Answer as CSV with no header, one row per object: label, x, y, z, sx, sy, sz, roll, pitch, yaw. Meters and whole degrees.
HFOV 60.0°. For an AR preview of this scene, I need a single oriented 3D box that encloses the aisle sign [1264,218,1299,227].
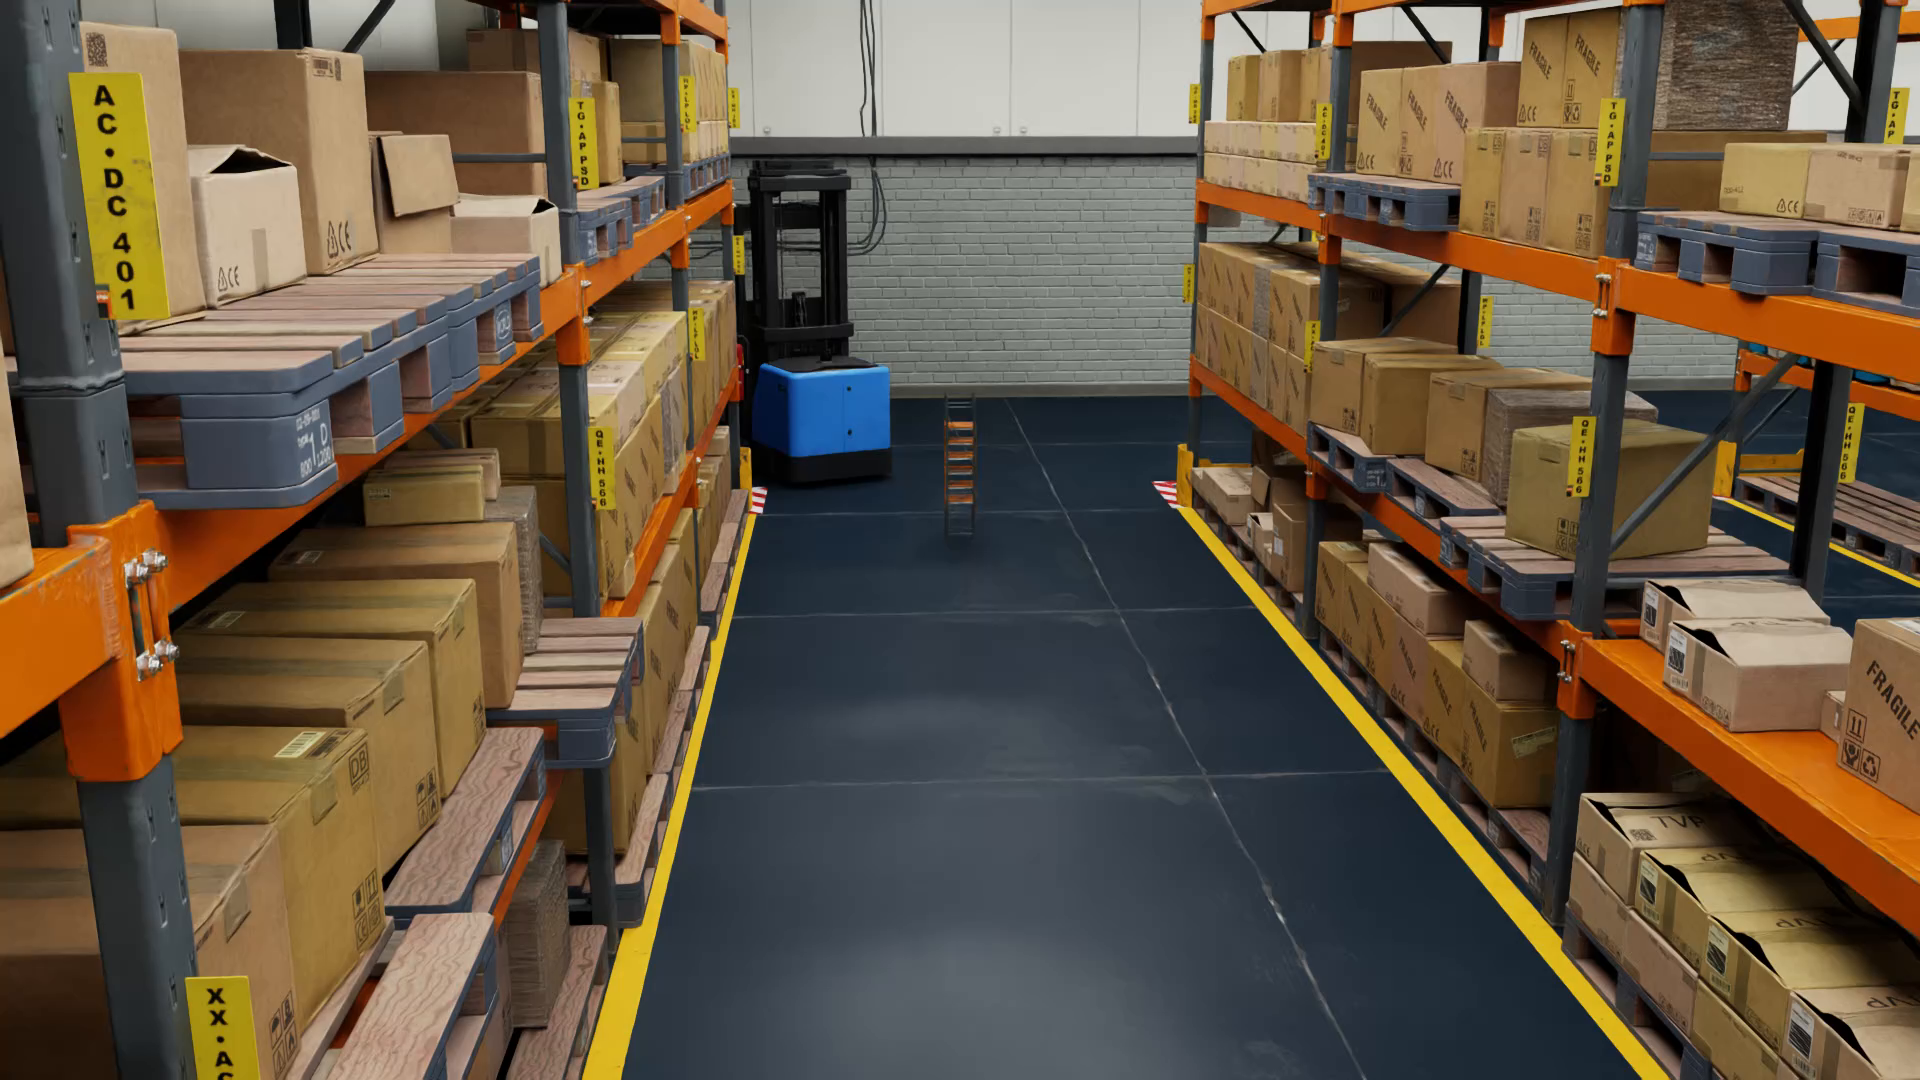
aisle sign,2.826,-3.090,14.298,0.394,0.787,0.004,-1,14,-3

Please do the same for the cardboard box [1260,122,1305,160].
cardboard box,2.415,-2.802,11.675,0.500,0.250,0.500,-1,14,-3

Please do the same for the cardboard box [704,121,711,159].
cardboard box,-2.008,-2.799,11.624,0.500,0.250,0.500,-1,14,-5

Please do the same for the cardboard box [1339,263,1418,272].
cardboard box,2.960,-1.725,12.003,0.500,0.500,0.500,-1,14,-5

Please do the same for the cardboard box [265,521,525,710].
cardboard box,-1.823,0.252,5.445,0.700,0.500,0.500,-2,15,-9

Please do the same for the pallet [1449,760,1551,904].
pallet,3.012,1.345,7.877,1.003,0.211,1.213,-1,14,-3

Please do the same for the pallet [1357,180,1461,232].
pallet,2.810,-1.755,8.684,1.213,0.211,1.003,-1,14,-3

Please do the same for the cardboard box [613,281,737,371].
cardboard box,-2.378,-1.750,13.707,0.980,0.700,0.700,0,14,-1

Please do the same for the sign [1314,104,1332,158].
sign,2.231,-2.507,10.194,0.100,0.325,0.005,-1,14,-3

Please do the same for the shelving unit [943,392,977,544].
shelving unit,0.001,-0.577,13.363,0.258,1.200,0.189,-1,14,-3

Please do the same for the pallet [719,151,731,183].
pallet,-2.363,-2.957,13.158,1.003,0.211,1.213,-1,14,-3

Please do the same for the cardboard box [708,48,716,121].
cardboard box,-2.041,-3.295,12.045,0.500,0.500,0.500,-2,15,-6

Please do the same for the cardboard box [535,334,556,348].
cardboard box,-2.328,-0.929,8.776,0.500,0.250,0.500,-1,14,-5

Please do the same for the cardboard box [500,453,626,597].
cardboard box,-1.698,-0.069,6.937,0.500,0.500,0.500,0,14,-2

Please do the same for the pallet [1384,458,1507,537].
pallet,2.895,-0.210,8.709,1.003,0.211,1.213,-1,14,-3

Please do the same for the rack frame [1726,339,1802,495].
rack frame,7.469,-1.885,14.832,1.000,3.000,0.127,-1,14,-3

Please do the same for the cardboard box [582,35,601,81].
cardboard box,-2.248,-2.593,8.978,0.500,0.250,0.500,0,14,1

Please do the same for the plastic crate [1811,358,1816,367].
plastic crate,7.135,-1.470,13.628,0.250,0.136,0.298,-1,14,-3

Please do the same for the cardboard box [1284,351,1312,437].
cardboard box,2.485,-0.983,11.127,0.500,0.500,0.500,-1,14,-3

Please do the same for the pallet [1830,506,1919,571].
pallet,7.554,-0.026,13.203,1.003,0.211,1.213,-1,14,-3

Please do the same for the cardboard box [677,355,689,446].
cardboard box,-1.891,-0.828,9.888,0.500,0.500,0.500,-1,14,-4

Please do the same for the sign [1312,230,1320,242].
sign,3.080,-2.527,14.368,0.100,0.325,0.005,-1,14,-3

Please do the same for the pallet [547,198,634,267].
pallet,-2.017,-1.263,6.773,1.213,0.211,1.003,0,14,-1

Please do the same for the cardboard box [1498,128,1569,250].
cardboard box,2.928,-1.555,7.332,0.910,0.500,0.500,-1,14,-3

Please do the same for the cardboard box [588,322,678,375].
cardboard box,-1.865,-1.063,9.294,0.500,0.250,0.500,-1,14,-2

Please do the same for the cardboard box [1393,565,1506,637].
cardboard box,2.653,0.317,8.901,0.500,0.250,0.500,-1,14,-4

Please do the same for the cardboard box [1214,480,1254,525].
cardboard box,2.337,-0.302,13.317,0.500,0.250,0.500,-1,14,-3

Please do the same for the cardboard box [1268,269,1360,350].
cardboard box,2.448,-1.596,11.503,0.500,0.500,0.500,-1,14,-5

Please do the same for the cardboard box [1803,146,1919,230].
cardboard box,3.155,-1.161,5.457,0.500,0.250,0.500,0,14,-2

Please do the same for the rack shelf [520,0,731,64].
rack shelf,-2.295,-3.598,11.696,1.077,0.370,4.000,-1,14,-3

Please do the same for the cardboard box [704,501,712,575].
cardboard box,-2.143,-0.042,11.845,0.700,0.500,0.500,-1,14,-4

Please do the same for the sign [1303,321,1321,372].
sign,2.231,-1.223,10.524,0.100,0.325,0.005,-1,14,-3

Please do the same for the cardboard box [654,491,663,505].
cardboard box,-1.834,-0.291,9.102,0.380,0.149,0.250,-1,14,-3

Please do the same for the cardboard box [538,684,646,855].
cardboard box,-1.838,0.911,7.439,0.750,0.750,0.750,-1,14,-4

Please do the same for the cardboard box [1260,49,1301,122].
cardboard box,2.595,-3.293,12.078,0.700,0.500,0.500,-1,14,-3

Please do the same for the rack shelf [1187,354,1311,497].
rack shelf,2.649,-0.963,12.695,1.077,0.370,4.000,-1,14,-3

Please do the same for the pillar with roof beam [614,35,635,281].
pillar with roof beam,0.847,-5.362,16.306,9.100,9.000,0.400,-1,14,-3

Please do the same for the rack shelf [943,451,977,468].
rack shelf,0.001,-0.651,13.344,0.258,0.103,0.180,-1,14,-3

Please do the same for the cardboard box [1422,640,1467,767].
cardboard box,2.696,0.820,8.452,0.500,0.500,0.500,-1,14,-5

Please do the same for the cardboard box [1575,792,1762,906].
cardboard box,2.760,1.172,6.502,0.500,0.311,0.500,0,14,-2

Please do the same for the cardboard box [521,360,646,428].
cardboard box,-1.763,-0.682,7.816,0.500,0.250,0.500,-1,14,-3

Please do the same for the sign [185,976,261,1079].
sign,-1.135,0.823,2.570,0.100,0.325,0.005,-1,14,-3

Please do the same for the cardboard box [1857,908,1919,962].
cardboard box,3.366,1.418,5.544,0.500,0.311,0.500,-1,14,-4

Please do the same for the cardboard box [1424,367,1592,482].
cardboard box,2.944,-0.628,8.903,0.700,0.500,0.500,-5,15,-18

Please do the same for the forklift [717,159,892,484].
forklift,-1.771,-2.262,16.437,1.130,2.935,3.031,-7,16,-27

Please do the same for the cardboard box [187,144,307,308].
cardboard box,-1.668,-0.651,3.352,0.500,0.311,0.500,0,14,-2

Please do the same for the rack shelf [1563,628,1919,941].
rack shelf,3.144,1.026,4.962,1.077,0.370,4.000,-1,14,-3

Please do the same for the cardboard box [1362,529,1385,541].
cardboard box,2.899,0.022,12.224,0.380,0.166,0.250,-1,14,-3

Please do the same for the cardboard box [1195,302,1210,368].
cardboard box,2.289,-1.743,14.081,0.500,0.500,0.500,-1,14,-2

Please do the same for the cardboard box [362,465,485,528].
cardboard box,-1.838,-0.153,5.715,0.380,0.149,0.250,-3,15,-13

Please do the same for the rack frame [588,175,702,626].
rack frame,-2.171,-0.737,10.371,1.000,3.000,0.127,-1,14,-3

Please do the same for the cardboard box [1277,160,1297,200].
cardboard box,2.456,-2.436,11.255,0.500,0.250,0.500,-1,14,-3
